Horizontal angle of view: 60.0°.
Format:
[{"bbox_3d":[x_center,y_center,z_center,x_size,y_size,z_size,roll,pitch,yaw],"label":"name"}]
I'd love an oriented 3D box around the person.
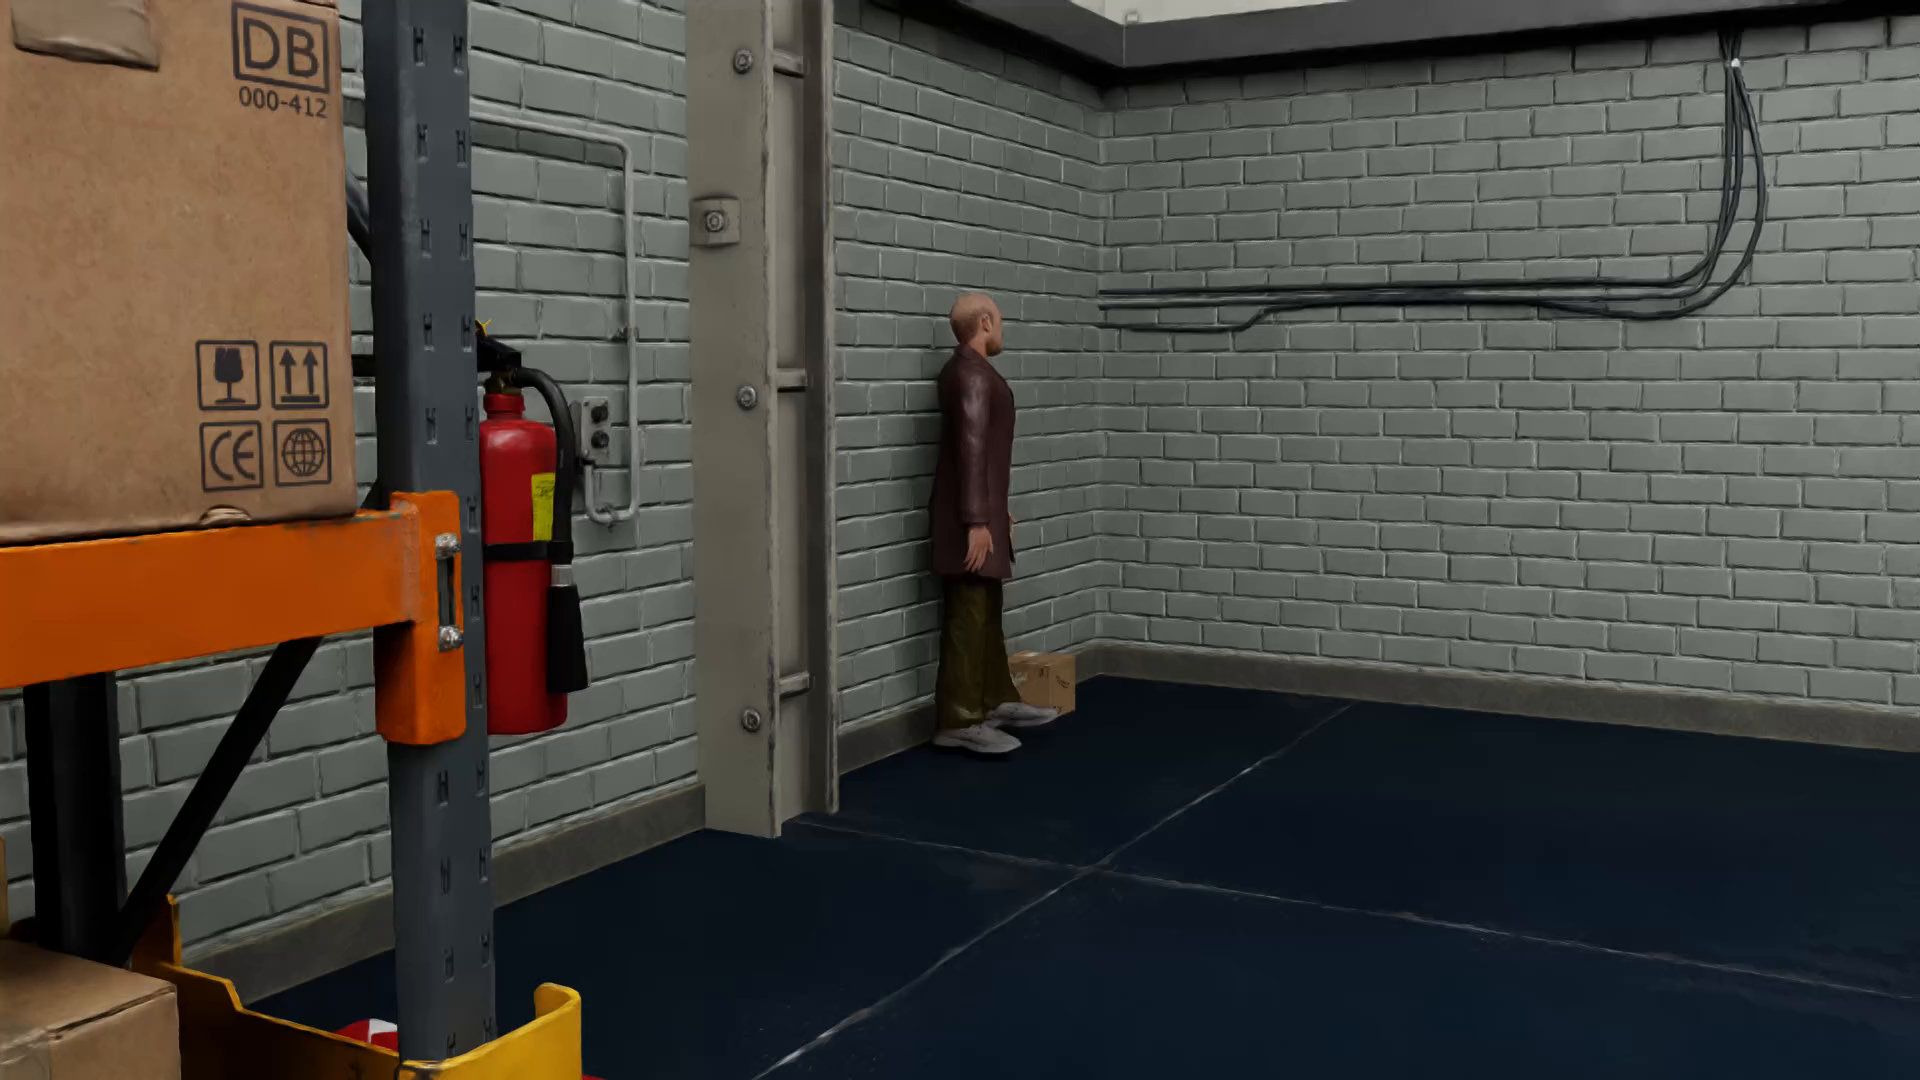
[{"bbox_3d":[0.145,-0.079,6.585,0.535,1.787,0.634,-1,6,-5],"label":"person"}]
